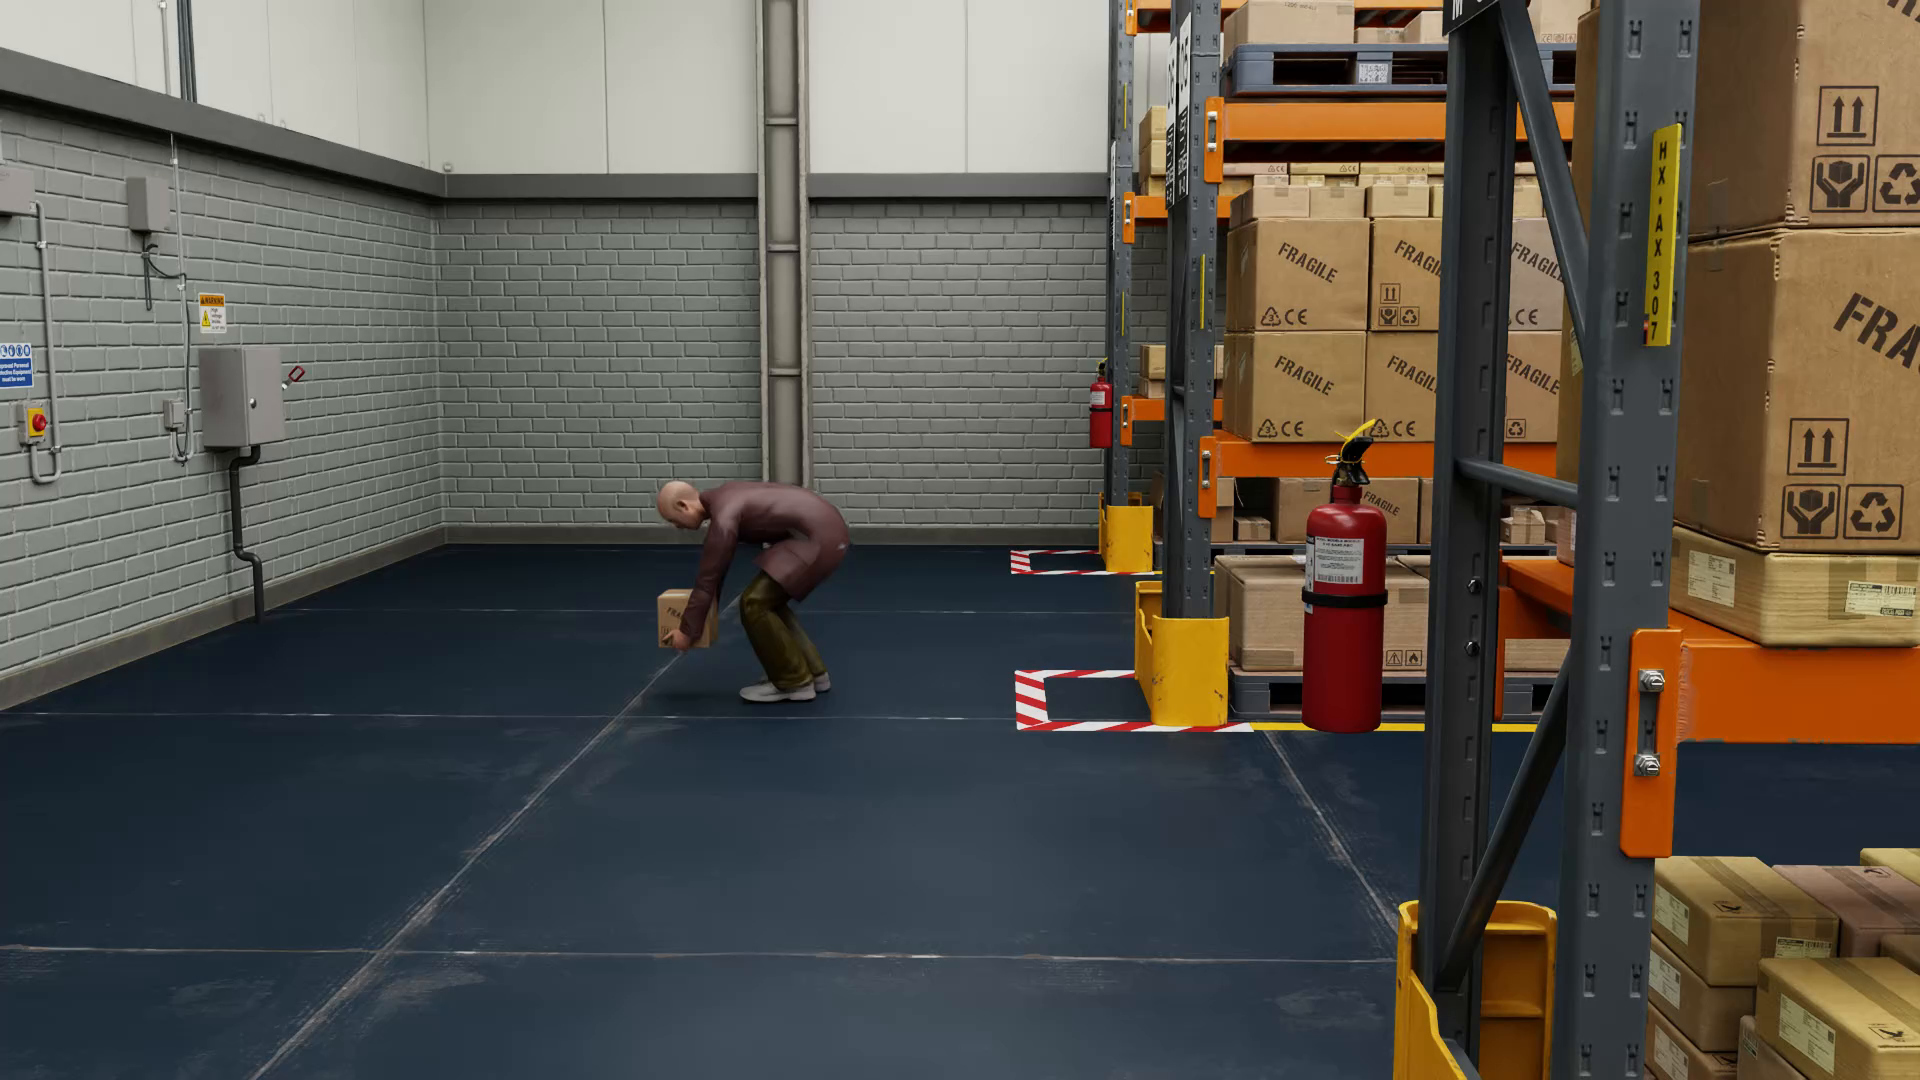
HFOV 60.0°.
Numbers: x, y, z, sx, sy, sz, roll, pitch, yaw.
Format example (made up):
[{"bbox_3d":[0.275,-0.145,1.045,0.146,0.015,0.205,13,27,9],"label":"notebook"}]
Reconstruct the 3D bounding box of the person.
[{"bbox_3d":[-1.011,0.242,8.207,0.941,1.078,0.582,0,7,-2],"label":"person"}]
